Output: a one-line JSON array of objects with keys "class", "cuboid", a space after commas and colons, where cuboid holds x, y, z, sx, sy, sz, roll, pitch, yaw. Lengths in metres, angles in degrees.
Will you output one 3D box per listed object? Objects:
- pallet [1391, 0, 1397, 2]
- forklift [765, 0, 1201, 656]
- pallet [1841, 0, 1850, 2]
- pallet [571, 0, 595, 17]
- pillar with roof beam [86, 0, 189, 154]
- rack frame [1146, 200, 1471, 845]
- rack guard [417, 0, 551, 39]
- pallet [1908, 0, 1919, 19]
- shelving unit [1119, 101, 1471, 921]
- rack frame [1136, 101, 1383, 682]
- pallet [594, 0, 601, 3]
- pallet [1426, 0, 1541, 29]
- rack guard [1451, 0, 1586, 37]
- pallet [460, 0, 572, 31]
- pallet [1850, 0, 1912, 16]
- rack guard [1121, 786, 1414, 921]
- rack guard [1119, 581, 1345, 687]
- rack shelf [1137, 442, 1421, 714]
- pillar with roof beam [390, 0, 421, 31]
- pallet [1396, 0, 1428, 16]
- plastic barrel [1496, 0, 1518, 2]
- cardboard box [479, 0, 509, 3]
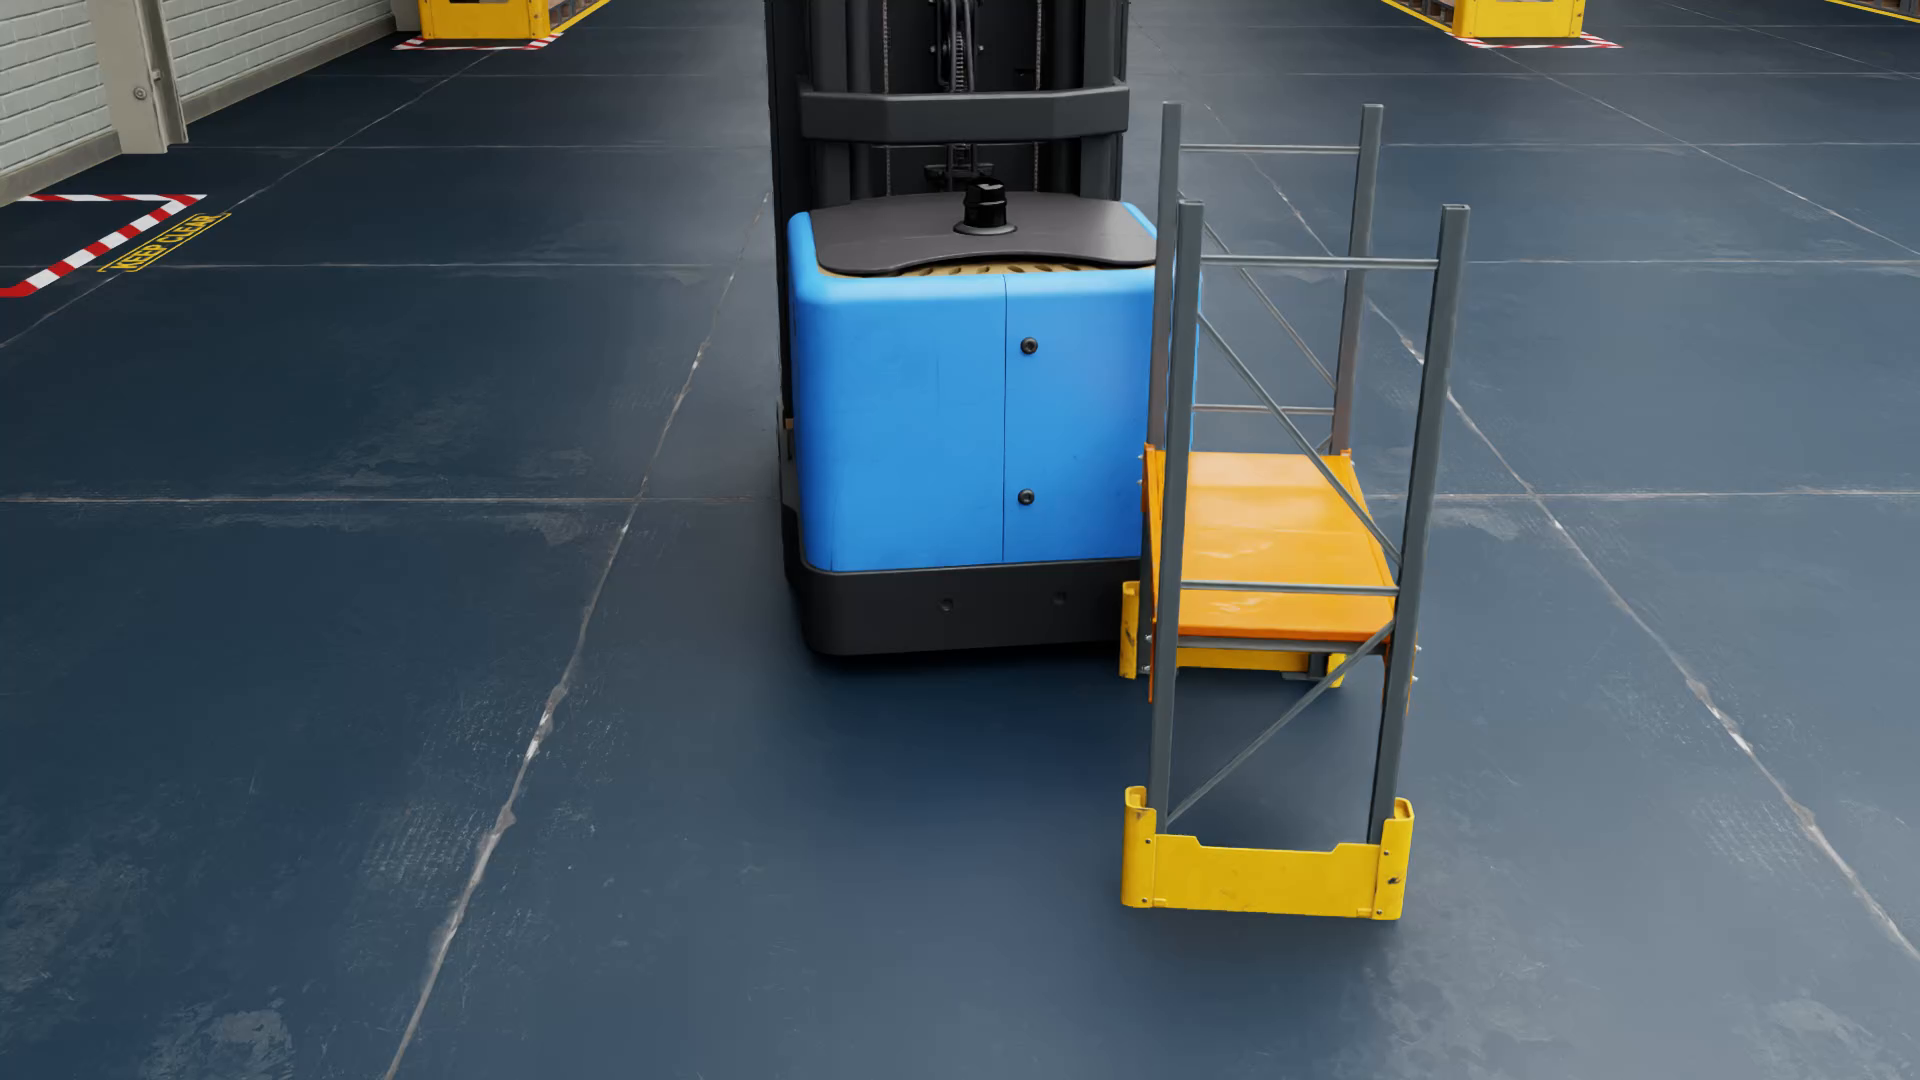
[{"class": "pallet", "cuboid": [5.309, -6.292, 18.906, 1.003, 0.211, 1.213, 0, 24, -1]}, {"class": "forklift", "cuboid": [-0.069, -1.603, 5.238, 1.130, 2.935, 3.031, -3, 24, -6]}, {"class": "pallet", "cuboid": [10.339, -6.315, 18.956, 1.003, 0.211, 1.213, 0, 24, -1]}, {"class": "pallet", "cuboid": [-4.504, -5.744, 17.694, 1.003, 0.211, 1.213, 0, 24, -1]}, {"class": "pillar with roof beam", "cuboid": [-1.022, -6.712, 9.170, 9.100, 9.000, 0.400, 0, 24, -1]}, {"class": "rack frame", "cuboid": [0.636, 0.096, 3.217, 0.500, 1.500, 0.032, 2, 24, 4]}, {"class": "rack guard", "cuboid": [-4.520, -5.039, 15.785, 1.175, 0.500, 0.348, 0, 24, -1]}, {"class": "pallet", "cuboid": [10.366, -5.309, 16.733, 1.003, 0.211, 1.213, 0, 24, -1]}, {"class": "shelving unit", "cuboid": [0.678, -0.116, 3.687, 0.587, 1.500, 1.083, 2, 24, 4]}, {"class": "rack frame", "cuboid": [0.720, -0.321, 4.140, 0.500, 1.500, 0.032, 2, 24, 4]}, {"class": "pallet", "cuboid": [-4.520, -6.248, 18.808, 1.003, 0.211, 1.213, 0, 24, -1]}, {"class": "pallet", "cuboid": [5.336, -5.287, 16.683, 1.003, 0.211, 1.213, 0, 24, -1]}, {"class": "rack guard", "cuboid": [5.339, -5.083, 15.883, 1.175, 0.500, 0.348, 0, 24, -1]}, {"class": "pallet", "cuboid": [-4.493, -5.242, 16.585, 1.003, 0.211, 1.213, 0, 24, -1]}, {"class": "pallet", "cuboid": [10.355, -5.811, 17.841, 1.003, 0.211, 1.213, 0, 24, -1]}, {"class": "rack guard", "cuboid": [0.637, 0.658, 3.493, 0.587, 0.250, 0.087, 2, 24, 4]}, {"class": "rack guard", "cuboid": [0.720, 0.249, 4.397, 0.587, 0.250, 0.087, 2, 24, 4]}, {"class": "rack shelf", "cuboid": [0.678, 0.051, 3.753, 0.538, 0.185, 1.000, 2, 24, 4]}, {"class": "pillar with roof beam", "cuboid": [-1.087, -9.184, 14.636, 9.100, 9.000, 0.400, 0, 24, -1]}, {"class": "pallet", "cuboid": [5.326, -5.788, 17.791, 1.003, 0.211, 1.213, 0, 24, -1]}, {"class": "plastic barrel", "cuboid": [5.304, -5.520, 16.324, 0.421, 0.512, 0.421, 0, 24, 0]}, {"class": "cardboard box", "cuboid": [-4.437, -5.408, 16.295, 0.500, 0.311, 0.500, -3, 25, -7]}]
